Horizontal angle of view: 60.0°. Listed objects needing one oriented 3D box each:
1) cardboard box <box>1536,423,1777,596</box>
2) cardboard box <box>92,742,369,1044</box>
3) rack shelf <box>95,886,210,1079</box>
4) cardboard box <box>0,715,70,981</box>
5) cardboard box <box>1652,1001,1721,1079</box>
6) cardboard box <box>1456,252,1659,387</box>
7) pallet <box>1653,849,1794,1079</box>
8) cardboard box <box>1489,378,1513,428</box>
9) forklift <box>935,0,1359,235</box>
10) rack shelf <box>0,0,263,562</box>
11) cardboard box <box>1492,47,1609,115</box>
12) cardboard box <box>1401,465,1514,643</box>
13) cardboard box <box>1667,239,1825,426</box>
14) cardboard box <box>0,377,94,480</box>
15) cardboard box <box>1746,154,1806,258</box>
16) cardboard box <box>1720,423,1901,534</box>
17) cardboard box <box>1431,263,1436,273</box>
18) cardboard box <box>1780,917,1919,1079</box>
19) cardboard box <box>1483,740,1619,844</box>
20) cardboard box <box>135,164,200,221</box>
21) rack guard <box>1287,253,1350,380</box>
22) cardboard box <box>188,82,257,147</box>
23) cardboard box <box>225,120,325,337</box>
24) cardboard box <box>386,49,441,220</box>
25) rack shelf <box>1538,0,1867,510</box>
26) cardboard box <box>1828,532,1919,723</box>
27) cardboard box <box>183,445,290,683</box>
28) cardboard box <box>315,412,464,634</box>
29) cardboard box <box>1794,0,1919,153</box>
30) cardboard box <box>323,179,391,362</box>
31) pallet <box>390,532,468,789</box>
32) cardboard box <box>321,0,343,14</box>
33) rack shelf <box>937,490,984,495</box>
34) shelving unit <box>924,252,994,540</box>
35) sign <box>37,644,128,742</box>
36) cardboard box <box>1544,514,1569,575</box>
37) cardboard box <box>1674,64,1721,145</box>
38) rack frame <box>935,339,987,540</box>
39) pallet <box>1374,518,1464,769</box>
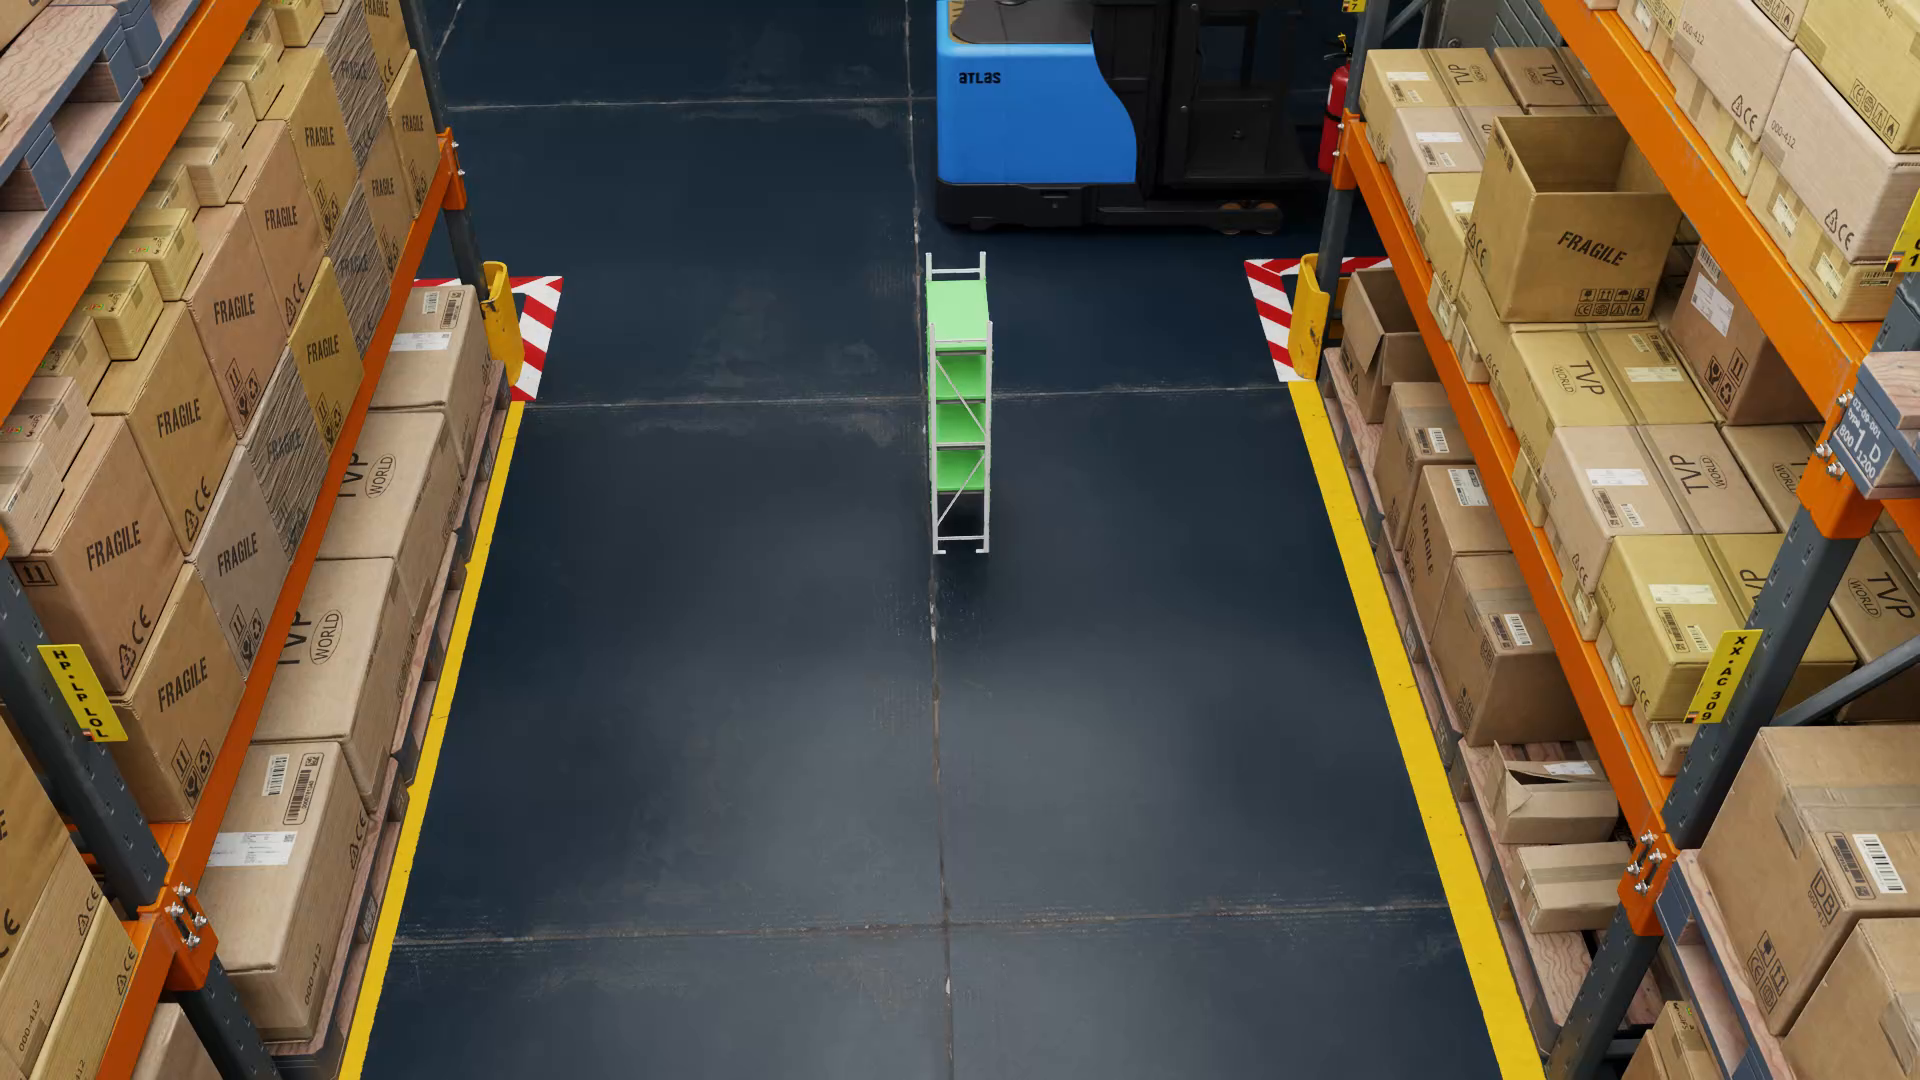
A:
[{"bbox_3d":[2.089,-0.097,5.027,0.500,0.250,0.500,-2,43,-2],"label":"cardboard box"},{"bbox_3d":[-2.488,1.140,5.372,0.875,0.438,0.875,-2,43,-2],"label":"cardboard box"},{"bbox_3d":[-2.484,2.392,2.953,1.077,0.370,4.000,-2,43,-2],"label":"rack shelf"},{"bbox_3d":[-2.299,0.666,3.490,0.500,0.500,0.500,0,43,0],"label":"cardboard box"},{"bbox_3d":[2.139,1.409,4.552,0.380,0.149,0.250,0,43,0],"label":"cardboard box"},{"bbox_3d":[2.060,-0.782,5.774,0.500,0.250,0.500,-3,43,-3],"label":"cardboard box"},{"bbox_3d":[2.315,1.245,3.814,1.003,0.211,1.213,-2,43,-2],"label":"pallet"},{"bbox_3d":[2.076,-0.526,5.790,0.380,0.149,0.250,-2,43,-2],"label":"cardboard box"},{"bbox_3d":[-2.635,-2.546,7.924,11.079,2.843,2.598,0,43,-1],"label":"forklift"},{"bbox_3d":[-7.605,-0.719,5.237,10.987,1.870,4.000,-2,43,-2],"label":"rack shelf"},{"bbox_3d":[2.505,-1.820,6.906,0.500,0.250,0.500,0,43,-1],"label":"cardboard box"},{"bbox_3d":[2.071,0.052,6.513,0.500,0.500,0.500,-1,43,-1],"label":"cardboard box"},{"bbox_3d":[2.593,-0.712,5.143,0.500,0.500,0.500,-3,43,-3],"label":"cardboard box"},{"bbox_3d":[-2.350,-0.261,4.021,0.380,0.149,0.250,-1,43,-1],"label":"cardboard box"},{"bbox_3d":[2.072,-0.781,3.848,0.380,0.149,0.250,-2,43,-2],"label":"cardboard box"},{"bbox_3d":[2.610,-0.103,5.033,0.500,0.250,0.500,-2,43,-2],"label":"cardboard box"},{"bbox_3d":[2.029,-1.048,6.359,0.380,0.149,0.250,-1,43,-1],"label":"cardboard box"},{"bbox_3d":[2.209,1.123,3.420,0.700,0.500,0.500,-1,43,-1],"label":"cardboard box"},{"bbox_3d":[2.058,0.876,5.787,0.396,0.266,0.258,0,43,0],"label":"cardboard box"},{"bbox_3d":[-2.427,-0.949,4.772,0.380,0.149,0.250,-2,43,-2],"label":"cardboard box"},{"bbox_3d":[2.223,-1.096,8.075,1.175,0.500,0.348,-2,43,-2],"label":"rack guard"},{"bbox_3d":[-2.422,-1.294,5.148,0.380,0.149,0.250,0,43,0],"label":"cardboard box"},{"bbox_3d":[-2.392,-0.985,5.291,0.500,0.500,0.500,-2,43,-2],"label":"cardboard box"},{"bbox_3d":[-2.454,-1.642,6.748,0.500,0.500,0.500,-1,43,-2],"label":"cardboard box"},{"bbox_3d":[2.305,-1.559,5.043,1.077,0.370,4.000,-2,43,-2],"label":"rack shelf"},{"bbox_3d":[2.601,2.856,1.620,0.659,0.500,8.552,0,43,0],"label":"cardboard box"},{"bbox_3d":[-2.345,0.076,4.873,0.500,0.500,0.500,-1,43,-2],"label":"cardboard box"},{"bbox_3d":[-2.564,-0.074,6.696,0.875,0.438,0.875,-1,43,-1],"label":"cardboard box"},{"bbox_3d":[2.128,-1.046,3.473,0.500,0.250,0.500,-2,43,-2],"label":"cardboard box"},{"bbox_3d":[-2.416,-0.956,5.999,0.500,0.500,0.500,-1,43,-1],"label":"cardboard box"},{"bbox_3d":[-2.578,0.464,6.588,1.003,0.211,1.213,-2,43,-2],"label":"pallet"},{"bbox_3d":[-2.394,-1.989,5.906,0.380,0.149,0.250,-2,43,-2],"label":"cardboard box"},{"bbox_3d":[-0.007,-0.351,7.153,0.199,0.029,0.442,-2,43,-2],"label":"rack shelf"},{"bbox_3d":[-6.231,2.361,3.786,13.061,1.200,8.595,-2,43,-2],"label":"shelving unit"},{"bbox_3d":[-2.027,0.357,3.842,0.100,0.325,0.005,-2,43,-2],"label":"sign"},{"bbox_3d":[2.072,-0.011,5.228,0.380,0.149,0.250,-1,43,-1],"label":"cardboard box"},{"bbox_3d":[2.064,-1.128,4.227,0.380,0.149,0.250,-2,43,-2],"label":"cardboard box"},{"bbox_3d":[0.004,-0.389,6.787,0.228,1.046,0.006,-2,43,-2],"label":"rack frame"},{"bbox_3d":[2.307,0.371,6.690,1.003,0.211,1.213,-2,43,-2],"label":"pallet"}]
